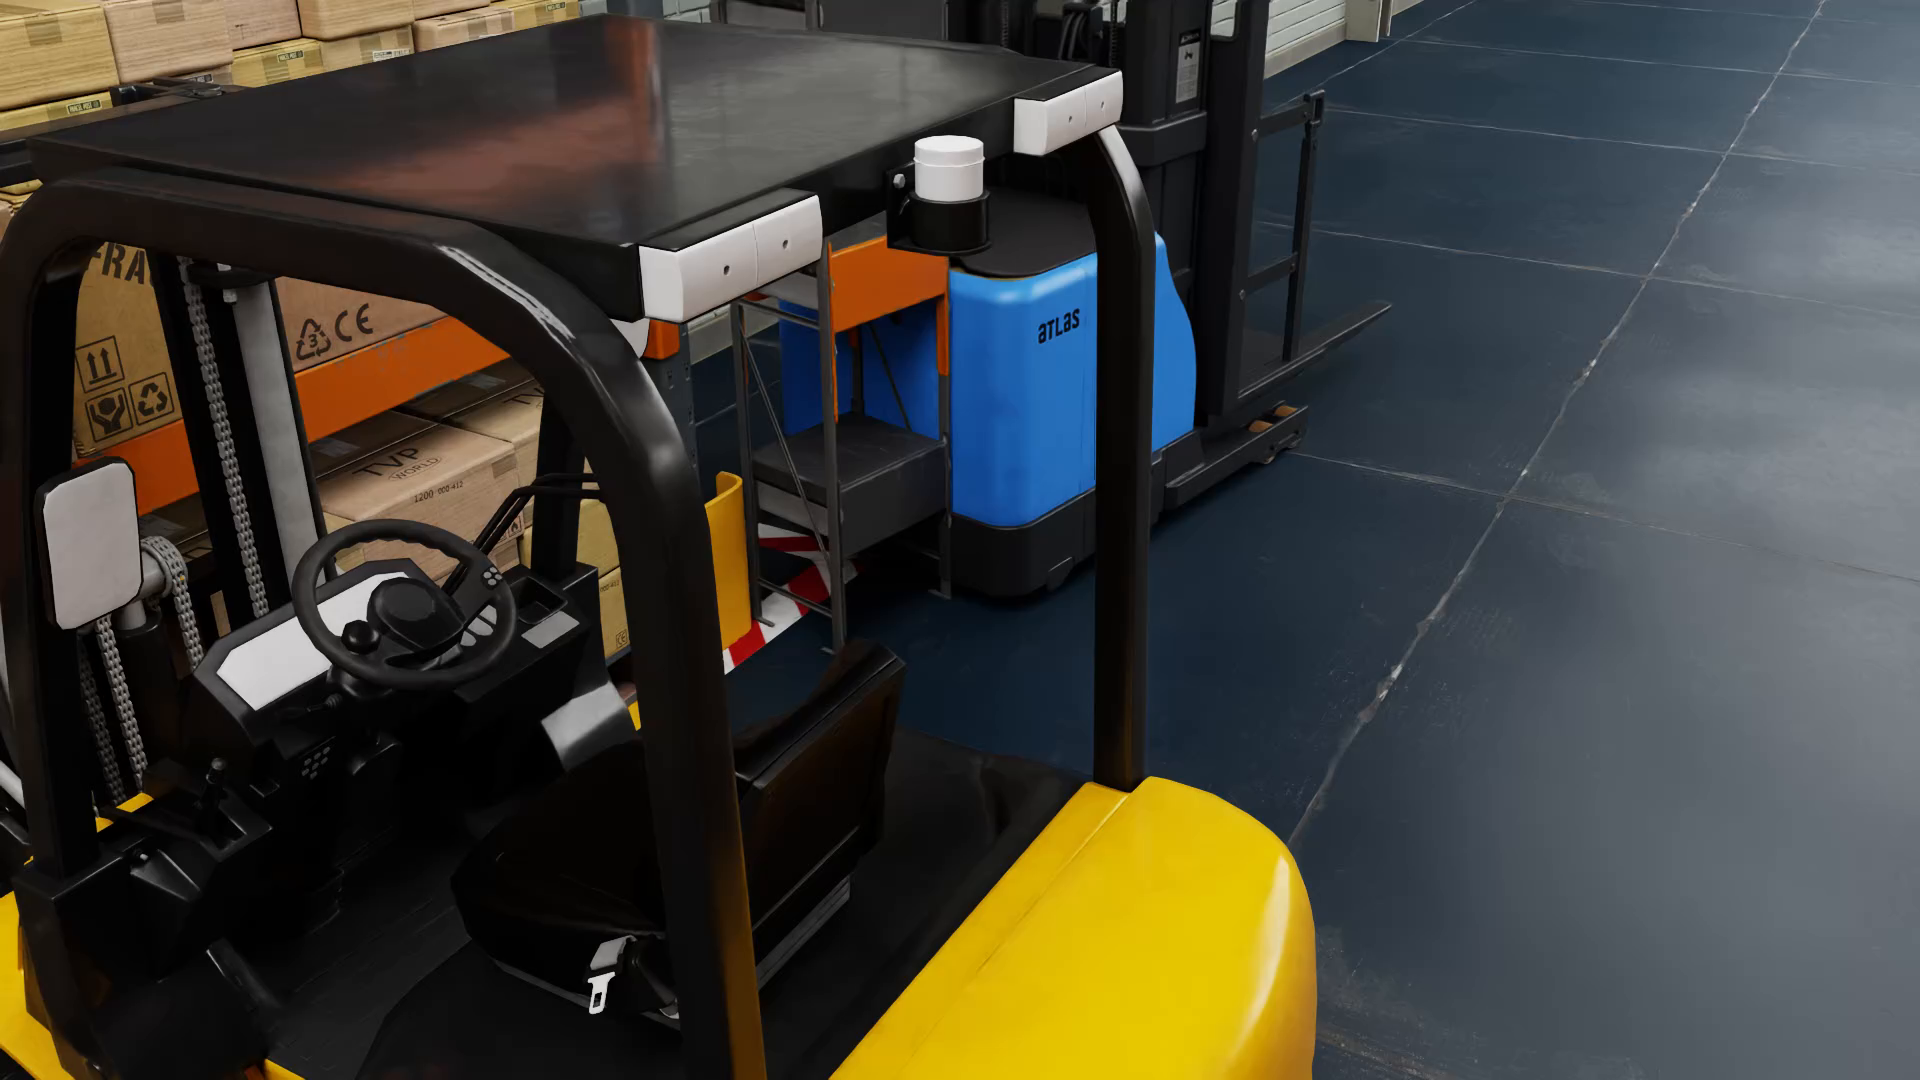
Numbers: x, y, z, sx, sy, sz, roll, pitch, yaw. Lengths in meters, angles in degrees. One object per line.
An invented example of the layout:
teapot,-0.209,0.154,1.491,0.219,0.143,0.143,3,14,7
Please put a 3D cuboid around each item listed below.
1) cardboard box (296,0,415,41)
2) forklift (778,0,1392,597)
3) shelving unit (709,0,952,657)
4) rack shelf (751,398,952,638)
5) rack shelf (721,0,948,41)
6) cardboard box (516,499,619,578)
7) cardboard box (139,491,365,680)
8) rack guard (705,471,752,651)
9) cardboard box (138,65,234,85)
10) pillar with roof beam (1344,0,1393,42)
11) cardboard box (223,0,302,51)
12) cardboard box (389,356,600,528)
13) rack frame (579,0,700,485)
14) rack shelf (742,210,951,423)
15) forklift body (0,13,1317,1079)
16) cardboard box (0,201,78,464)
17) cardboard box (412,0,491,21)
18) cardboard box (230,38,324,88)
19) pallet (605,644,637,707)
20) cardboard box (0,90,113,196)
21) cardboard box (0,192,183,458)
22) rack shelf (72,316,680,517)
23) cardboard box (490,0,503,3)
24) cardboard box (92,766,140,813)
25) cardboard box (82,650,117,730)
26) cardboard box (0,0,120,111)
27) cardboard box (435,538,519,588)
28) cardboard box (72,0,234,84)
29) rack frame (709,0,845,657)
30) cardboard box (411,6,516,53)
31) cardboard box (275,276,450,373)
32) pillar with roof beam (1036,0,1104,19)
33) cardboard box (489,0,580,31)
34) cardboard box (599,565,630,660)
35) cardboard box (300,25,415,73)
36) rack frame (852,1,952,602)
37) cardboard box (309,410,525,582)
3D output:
cardboard box,-1.426,-1.202,3.632,0.380,0.149,0.250,15,30,27
forklift,0.702,-1.722,5.915,1.130,2.935,3.031,20,33,34
shelving unit,-0.346,-0.714,4.829,0.431,2.100,0.503,21,34,36
rack shelf,-0.344,-0.079,5.154,0.431,0.518,0.480,21,34,36
rack shelf,-0.349,-1.326,4.517,0.431,0.518,0.480,21,34,36
cardboard box,-1.201,-0.054,4.552,0.500,0.250,0.500,14,30,25
cardboard box,-1.674,0.111,3.663,0.500,0.250,0.500,15,30,27
rack guard,-1.222,-0.023,5.237,1.175,0.500,0.348,14,30,26
cardboard box,-1.663,-0.867,3.294,0.380,0.149,0.250,13,29,24
pillar with roof beam,7.291,-7.470,10.619,9.100,9.000,0.400,14,30,26
cardboard box,-1.613,-1.121,3.471,0.380,0.149,0.250,14,30,26
cardboard box,-1.188,-0.288,4.461,0.500,0.250,0.500,15,30,28
rack frame,-1.233,-1.131,4.659,1.000,3.000,0.127,14,30,26
rack shelf,-0.346,-0.702,4.836,0.431,0.518,0.480,21,34,36
forklift body,-0.578,0.389,2.570,2.313,2.155,1.214,14,30,26
cardboard box,-2.000,-0.328,2.943,0.500,0.500,0.500,14,30,26
cardboard box,-1.320,-1.310,3.847,0.380,0.149,0.250,14,30,26
cardboard box,-1.573,-0.981,3.523,0.380,0.149,0.250,14,30,26
pallet,-1.573,0.423,4.669,1.003,0.211,1.213,14,30,26
cardboard box,-1.770,-0.764,3.089,0.380,0.149,0.250,14,30,26
cardboard box,-1.762,-0.526,3.339,0.500,0.500,0.500,14,30,25
rack shelf,-2.217,-0.030,3.263,1.077,0.370,4.000,14,30,26
cardboard box,-1.226,-1.413,4.053,0.380,0.149,0.250,14,30,26
cardboard box,-1.942,0.539,3.367,0.500,0.250,0.500,14,30,26
cardboard box,-1.930,0.307,3.272,0.500,0.250,0.500,14,30,25
cardboard box,-1.767,-0.893,3.015,0.380,0.149,0.250,15,30,27
cardboard box,-1.457,0.139,4.166,0.500,0.250,0.500,14,30,26
cardboard box,-1.644,-0.995,3.219,0.380,0.149,0.250,15,30,27
rack frame,-0.507,-0.630,4.666,0.400,2.100,0.015,21,34,36
cardboard box,-1.260,-1.163,3.886,0.380,0.149,0.250,15,30,27
cardboard box,-1.510,-0.726,3.738,0.500,0.500,0.500,15,30,28
pillar with roof beam,4.339,-5.131,5.948,9.100,9.000,0.400,14,30,26
cardboard box,-1.160,-1.269,4.098,0.380,0.149,0.250,15,30,27
cardboard box,-1.189,0.163,4.675,0.500,0.250,0.500,14,30,26
cardboard box,-1.441,-1.075,3.711,0.380,0.149,0.250,15,30,27
rack frame,-0.186,-0.799,4.993,0.400,2.100,0.015,21,34,36
cardboard box,-1.434,-0.088,4.061,0.500,0.250,0.500,15,30,27
